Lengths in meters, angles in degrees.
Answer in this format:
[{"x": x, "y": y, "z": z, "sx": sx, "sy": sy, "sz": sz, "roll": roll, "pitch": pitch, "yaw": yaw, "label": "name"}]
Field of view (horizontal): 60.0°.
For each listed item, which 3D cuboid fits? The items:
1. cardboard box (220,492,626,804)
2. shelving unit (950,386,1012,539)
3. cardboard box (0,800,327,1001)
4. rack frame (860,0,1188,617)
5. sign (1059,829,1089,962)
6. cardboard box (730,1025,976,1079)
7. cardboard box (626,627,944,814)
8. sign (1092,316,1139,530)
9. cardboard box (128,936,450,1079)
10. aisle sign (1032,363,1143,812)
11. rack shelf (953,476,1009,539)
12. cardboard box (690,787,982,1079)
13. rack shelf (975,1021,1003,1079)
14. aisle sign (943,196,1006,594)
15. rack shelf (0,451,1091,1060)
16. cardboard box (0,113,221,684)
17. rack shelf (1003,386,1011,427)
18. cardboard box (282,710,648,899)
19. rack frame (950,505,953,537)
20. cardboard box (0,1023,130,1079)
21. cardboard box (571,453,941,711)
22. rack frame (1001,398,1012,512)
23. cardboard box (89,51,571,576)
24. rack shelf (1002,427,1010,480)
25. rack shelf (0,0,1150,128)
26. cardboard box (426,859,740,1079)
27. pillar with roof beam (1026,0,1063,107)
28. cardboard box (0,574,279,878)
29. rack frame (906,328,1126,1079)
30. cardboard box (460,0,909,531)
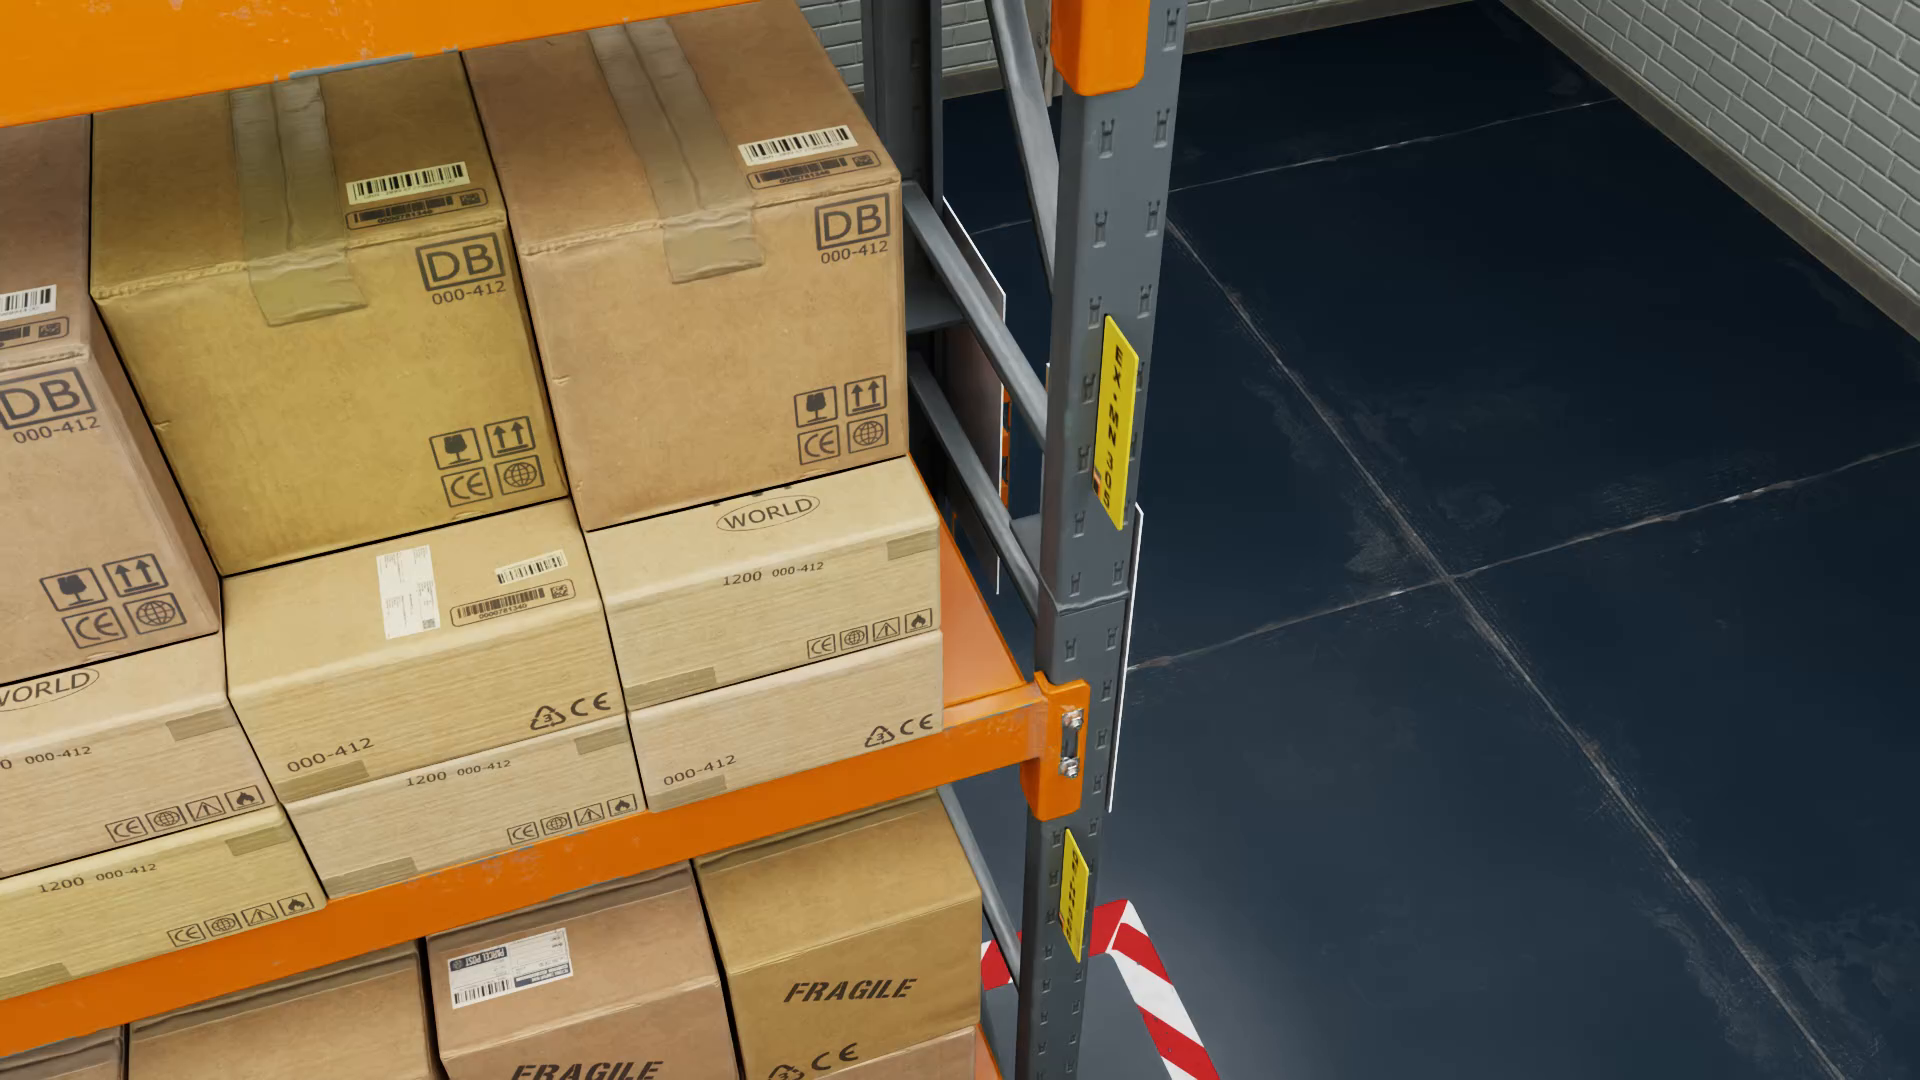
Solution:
[{"x": -0.818, "y": 0.068, "z": 2.509, "sx": 0.500, "sy": 0.250, "sz": 0.500, "roll": -14, "pitch": 47, "yaw": -14, "label": "cardboard box"}, {"x": 0.050, "y": -0.383, "z": 6.700, "sx": 0.252, "sy": 1.050, "sz": 0.215, "roll": -14, "pitch": 47, "yaw": -14, "label": "shelving unit"}, {"x": -1.285, "y": 0.371, "z": 2.560, "sx": 0.500, "sy": 0.250, "sz": 0.500, "roll": -14, "pitch": 47, "yaw": -14, "label": "cardboard box"}, {"x": 0.049, "y": -1.282, "z": 1.983, "sx": 0.127, "sy": 3.000, "sz": 1.000, "roll": -14, "pitch": 47, "yaw": -14, "label": "rack frame"}, {"x": 0.219, "y": 0.690, "z": 3.213, "sx": 0.005, "sy": 0.325, "sz": 0.100, "roll": -14, "pitch": 47, "yaw": -14, "label": "sign"}, {"x": -0.280, "y": 1.090, "z": 3.785, "sx": 0.500, "sy": 0.500, "sz": 0.500, "roll": -13, "pitch": 47, "yaw": -13, "label": "cardboard box"}, {"x": -0.345, "y": 0.129, "z": 2.801, "sx": 0.500, "sy": 0.250, "sz": 0.500, "roll": -14, "pitch": 47, "yaw": -14, "label": "cardboard box"}, {"x": 0.219, "y": -0.161, "z": 2.359, "sx": 0.005, "sy": 0.325, "sz": 0.100, "roll": -14, "pitch": 47, "yaw": -14, "label": "sign"}, {"x": -1.237, "y": 0.988, "z": 3.180, "sx": 0.500, "sy": 0.500, "sz": 0.500, "roll": -13, "pitch": 47, "yaw": -13, "label": "cardboard box"}, {"x": 0.217, "y": 0.106, "z": 3.000, "sx": 0.004, "sy": 0.787, "sz": 0.394, "roll": -14, "pitch": 47, "yaw": -14, "label": "aisle sign"}, {"x": 0.050, "y": -0.180, "z": 6.905, "sx": 0.240, "sy": 0.259, "sz": 0.215, "roll": -14, "pitch": 47, "yaw": -14, "label": "rack shelf"}, {"x": -0.276, "y": 0.738, "z": 3.429, "sx": 0.500, "sy": 0.500, "sz": 0.500, "roll": -15, "pitch": 47, "yaw": -14, "label": "cardboard box"}, {"x": -1.832, "y": 1.571, "z": 3.884, "sx": 4.000, "sy": 0.370, "sz": 1.077, "roll": -14, "pitch": 47, "yaw": -14, "label": "rack shelf"}, {"x": 0.013, "y": -0.294, "z": 3.399, "sx": 0.004, "sy": 0.787, "sz": 0.394, "roll": -14, "pitch": 47, "yaw": -14, "label": "aisle sign"}, {"x": -1.832, "y": 0.512, "z": 2.821, "sx": 4.000, "sy": 0.370, "sz": 1.077, "roll": -14, "pitch": 47, "yaw": -14, "label": "rack shelf"}, {"x": -1.362, "y": -0.221, "z": 2.268, "sx": 0.500, "sy": 0.500, "sz": 0.700, "roll": -14, "pitch": 47, "yaw": -14, "label": "cardboard box"}, {"x": 0.050, "y": -0.576, "z": 6.507, "sx": 0.240, "sy": 0.259, "sz": 0.215, "roll": -14, "pitch": 47, "yaw": -14, "label": "rack shelf"}, {"x": -0.819, "y": 0.242, "z": 2.688, "sx": 0.500, "sy": 0.250, "sz": 0.500, "roll": -14, "pitch": 47, "yaw": -14, "label": "cardboard box"}, {"x": -0.064, "y": -0.354, "z": 6.671, "sx": 0.008, "sy": 1.050, "sz": 0.200, "roll": -14, "pitch": 47, "yaw": -14, "label": "rack frame"}, {"x": -1.720, "y": 1.112, "z": 3.057, "sx": 0.500, "sy": 0.500, "sz": 0.500, "roll": -13, "pitch": 47, "yaw": -13, "label": "cardboard box"}, {"x": -0.348, "y": -0.053, "z": 2.629, "sx": 0.500, "sy": 0.250, "sz": 0.500, "roll": -14, "pitch": 47, "yaw": -14, "label": "cardboard box"}, {"x": 0.165, "y": -0.413, "z": 6.730, "sx": 0.008, "sy": 1.050, "sz": 0.200, "roll": -14, "pitch": 47, "yaw": -14, "label": "rack frame"}, {"x": -0.928, "y": -0.413, "z": 2.458, "sx": 0.500, "sy": 0.500, "sz": 0.700, "roll": -14, "pitch": 47, "yaw": -14, "label": "cardboard box"}, {"x": 0.050, "y": -0.376, "z": 6.708, "sx": 0.240, "sy": 0.259, "sz": 0.215, "roll": -14, "pitch": 47, "yaw": -14, "label": "rack shelf"}, {"x": -1.832, "y": -0.545, "z": 1.760, "sx": 4.000, "sy": 0.370, "sz": 1.077, "roll": -14, "pitch": 47, "yaw": -14, "label": "rack shelf"}, {"x": -0.751, "y": 0.860, "z": 3.308, "sx": 0.500, "sy": 0.500, "sz": 0.500, "roll": -13, "pitch": 47, "yaw": -13, "label": "cardboard box"}, {"x": 2.071, "y": -2.938, "z": 3.635, "sx": 0.400, "sy": 9.000, "sz": 9.100, "roll": -14, "pitch": 47, "yaw": -14, "label": "pillar with roof beam"}, {"x": -1.289, "y": 0.185, "z": 2.392, "sx": 0.500, "sy": 0.250, "sz": 0.500, "roll": -14, "pitch": 47, "yaw": -14, "label": "cardboard box"}, {"x": 0.049, "y": 0.836, "z": 4.108, "sx": 0.127, "sy": 3.000, "sz": 1.000, "roll": -14, "pitch": 47, "yaw": -14, "label": "rack frame"}, {"x": -0.429, "y": -0.477, "z": 2.522, "sx": 0.500, "sy": 0.500, "sz": 0.700, "roll": -14, "pitch": 47, "yaw": -14, "label": "cardboard box"}]
